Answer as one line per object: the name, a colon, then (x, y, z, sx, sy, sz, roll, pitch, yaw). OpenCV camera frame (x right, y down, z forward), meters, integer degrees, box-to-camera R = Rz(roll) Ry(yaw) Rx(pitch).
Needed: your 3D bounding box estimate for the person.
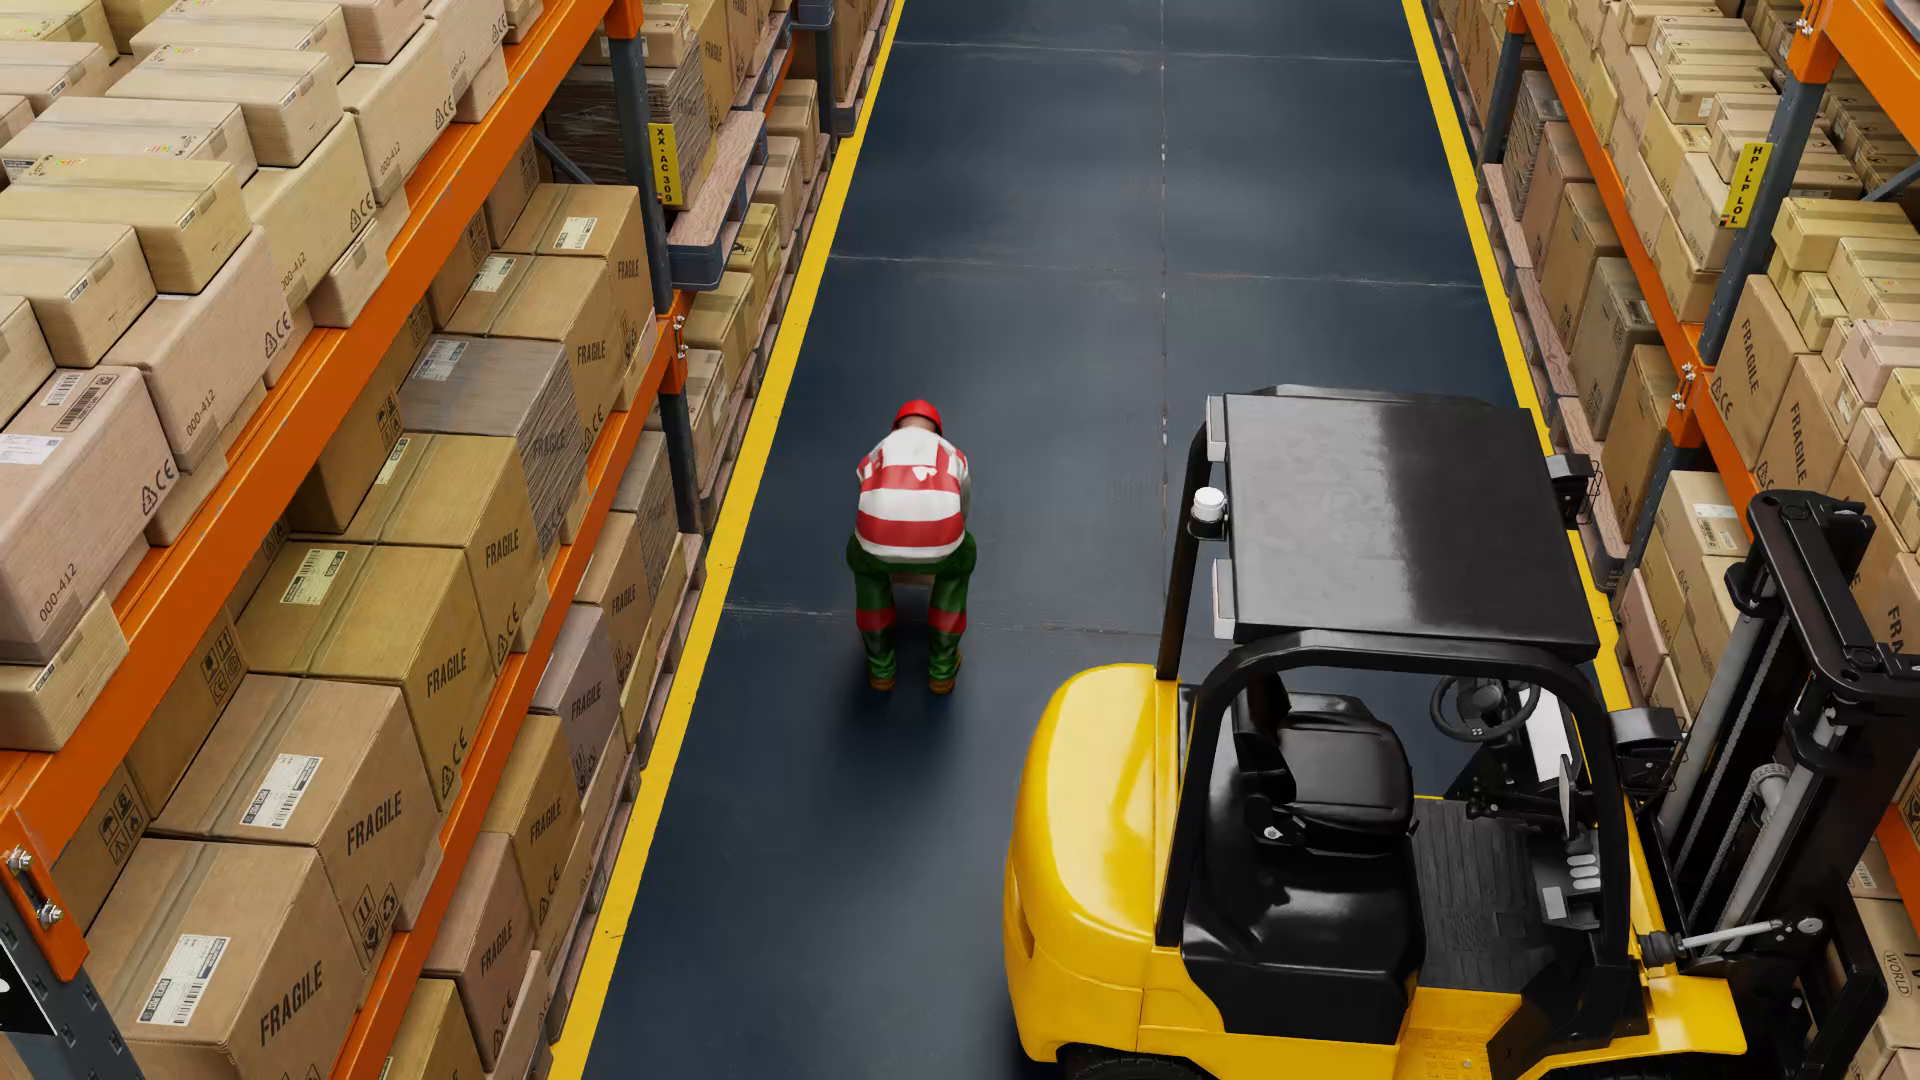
person: (-0.190, 0.000, 6.703, 0.518, 1.060, 0.962, 0, 40, 0)
